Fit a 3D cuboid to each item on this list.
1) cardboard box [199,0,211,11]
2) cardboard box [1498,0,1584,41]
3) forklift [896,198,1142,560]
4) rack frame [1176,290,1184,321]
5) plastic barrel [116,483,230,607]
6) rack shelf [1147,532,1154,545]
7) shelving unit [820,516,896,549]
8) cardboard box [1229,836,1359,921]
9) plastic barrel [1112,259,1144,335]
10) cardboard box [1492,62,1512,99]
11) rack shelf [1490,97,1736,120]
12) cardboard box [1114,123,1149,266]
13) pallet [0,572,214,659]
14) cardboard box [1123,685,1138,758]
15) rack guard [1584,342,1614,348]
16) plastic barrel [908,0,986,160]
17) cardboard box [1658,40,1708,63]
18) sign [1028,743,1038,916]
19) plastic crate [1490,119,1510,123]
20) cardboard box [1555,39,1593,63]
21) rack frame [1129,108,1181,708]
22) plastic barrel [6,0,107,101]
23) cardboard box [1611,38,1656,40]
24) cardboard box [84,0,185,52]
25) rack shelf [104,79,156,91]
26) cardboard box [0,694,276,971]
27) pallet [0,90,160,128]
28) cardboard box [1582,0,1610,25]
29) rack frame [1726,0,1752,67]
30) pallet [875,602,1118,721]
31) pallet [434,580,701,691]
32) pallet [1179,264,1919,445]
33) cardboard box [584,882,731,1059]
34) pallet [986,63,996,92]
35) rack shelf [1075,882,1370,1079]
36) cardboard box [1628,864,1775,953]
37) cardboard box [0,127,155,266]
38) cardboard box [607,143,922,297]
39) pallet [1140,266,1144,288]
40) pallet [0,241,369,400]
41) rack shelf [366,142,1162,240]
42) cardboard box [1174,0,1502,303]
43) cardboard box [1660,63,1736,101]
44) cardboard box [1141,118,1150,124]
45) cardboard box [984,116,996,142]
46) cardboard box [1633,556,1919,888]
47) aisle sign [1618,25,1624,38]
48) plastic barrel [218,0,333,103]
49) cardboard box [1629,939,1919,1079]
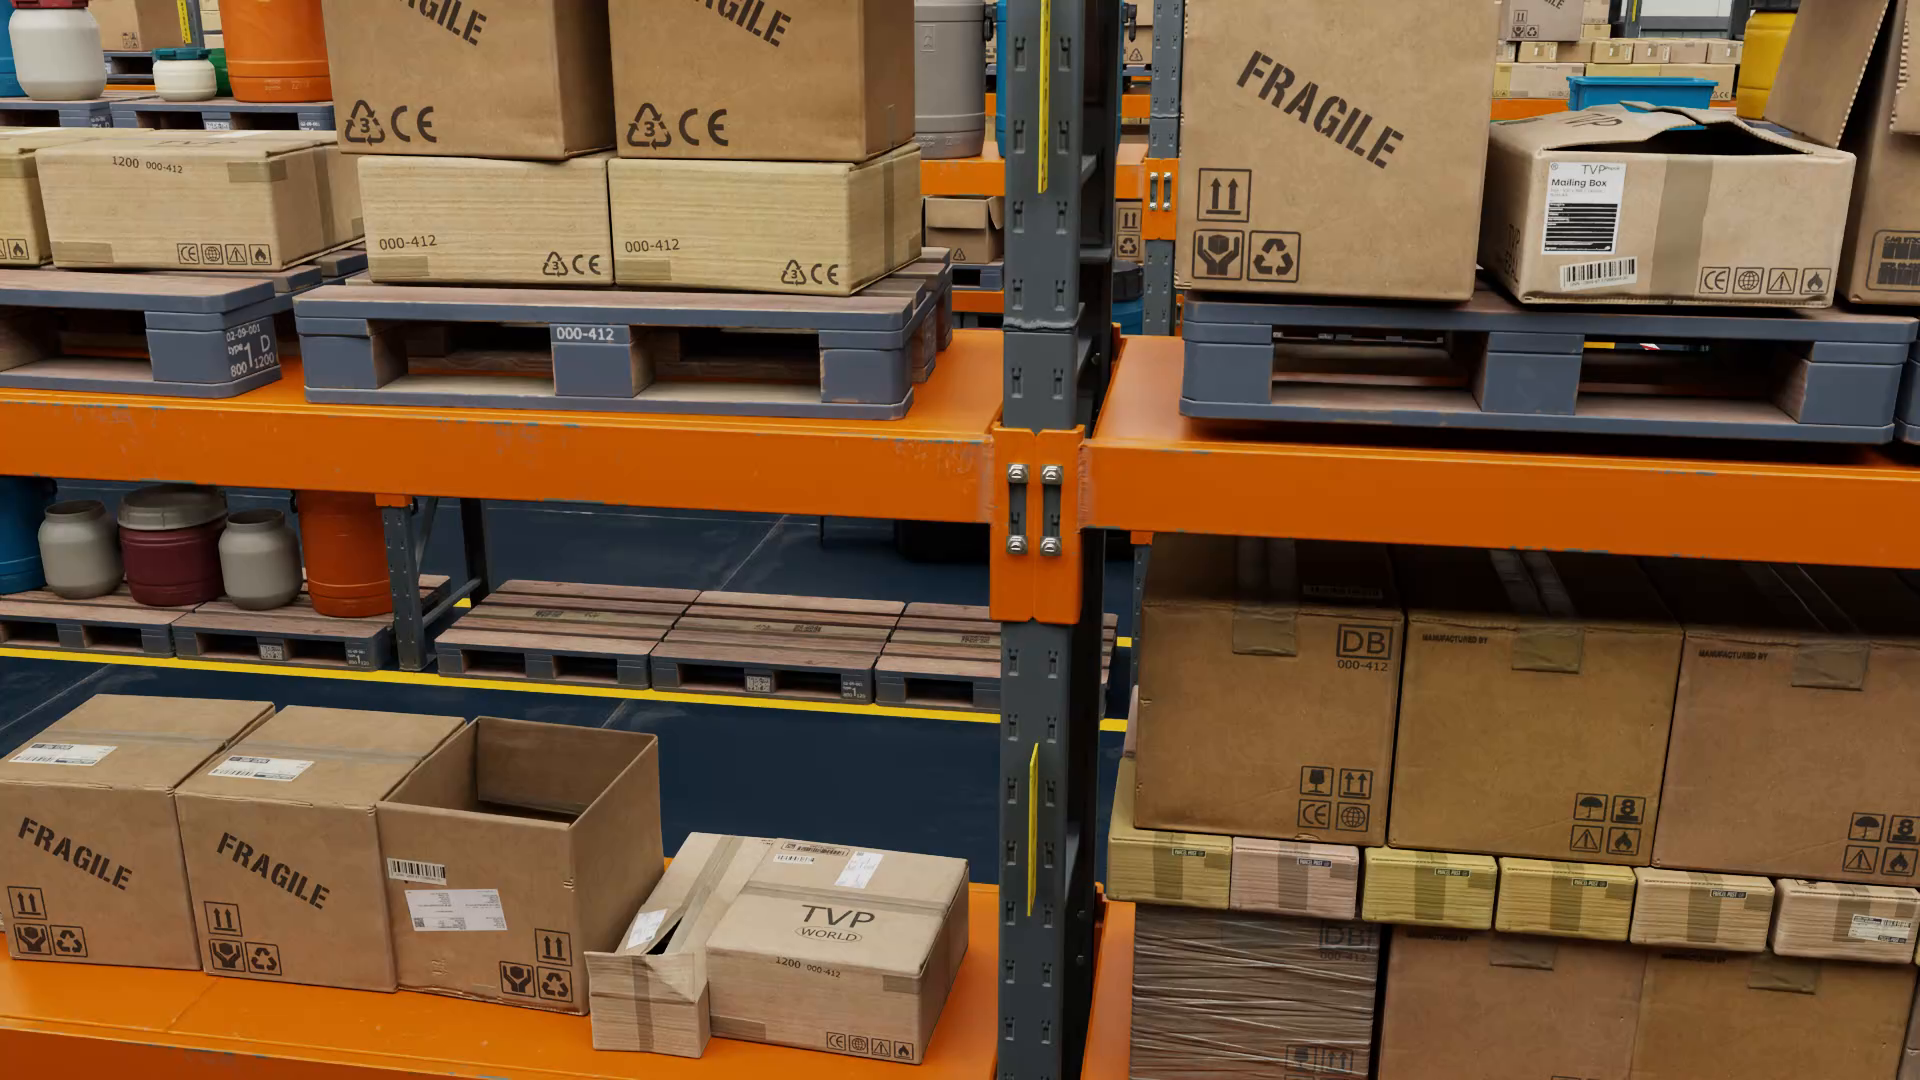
[{"bbox_3d":[-8.380,-5.991,18.575,0.250,0.149,0.380,3,19,9],"label":"cardboard box"},{"bbox_3d":[4.171,-3.849,11.938,0.500,0.500,0.500,3,19,9],"label":"cardboard box"},{"bbox_3d":[1.084,-1.425,10.942,3.031,2.935,1.130,-1,19,-3],"label":"forklift"},{"bbox_3d":[1.792,-2.204,13.162,0.127,3.000,1.000,3,19,9],"label":"rack frame"},{"bbox_3d":[-4.543,0.015,9.670,0.708,0.588,0.600,3,19,9],"label":"plastic barrel"},{"bbox_3d":[2.981,-0.210,8.338,4.000,0.370,1.077,3,19,9],"label":"rack shelf"},{"bbox_3d":[-0.685,-0.551,11.058,0.503,1.200,0.258,-1,19,-3],"label":"shelving unit"},{"bbox_3d":[0.700,0.631,3.509,0.250,0.149,0.380,3,19,9],"label":"cardboard box"},{"bbox_3d":[0.673,-1.004,8.787,0.708,0.901,0.600,3,19,9],"label":"plastic barrel"},{"bbox_3d":[3.730,-3.375,12.171,0.500,0.250,0.500,3,19,8],"label":"cardboard box"},{"bbox_3d":[3.767,-3.184,12.499,4.000,0.370,1.077,3,19,9],"label":"rack shelf"},{"bbox_3d":[1.030,-2.771,13.251,1.000,1.000,1.000,3,19,9],"label":"cardboard box"},{"bbox_3d":[-4.929,0.380,9.834,1.213,0.211,1.003,3,19,9],"label":"pallet"},{"bbox_3d":[0.520,0.491,3.928,0.250,0.149,0.380,3,19,9],"label":"cardboard box"},{"bbox_3d":[6.652,-2.365,17.582,0.348,0.500,1.175,3,19,9],"label":"rack guard"},{"bbox_3d":[-0.175,-2.303,7.941,0.600,0.901,0.600,0,18,0],"label":"plastic barrel"},{"bbox_3d":[5.180,-3.509,11.943,0.250,0.149,0.380,2,19,7],"label":"cardboard box"},{"bbox_3d":[0.141,0.559,3.206,0.005,0.325,0.100,3,19,9],"label":"sign"},{"bbox_3d":[2.521,-1.809,7.590,0.450,0.188,0.336,3,19,9],"label":"plastic crate"},{"bbox_3d":[4.416,-3.545,12.051,0.250,0.149,0.380,3,19,9],"label":"cardboard box"},{"bbox_3d":[1.007,-0.652,8.524,0.127,3.000,1.000,3,19,9],"label":"rack frame"},{"bbox_3d":[-4.717,-2.581,8.687,0.433,0.535,0.433,0,18,0],"label":"plastic barrel"},{"bbox_3d":[4.997,-3.647,12.355,0.250,0.149,0.380,3,19,8],"label":"cardboard box"},{"bbox_3d":[-6.889,-4.343,13.852,0.500,0.500,0.700,2,19,5],"label":"cardboard box"},{"bbox_3d":[-8.081,-3.788,14.304,4.000,0.370,1.077,3,19,9],"label":"rack shelf"},{"bbox_3d":[-2.073,0.730,4.236,0.500,0.500,0.500,2,19,6],"label":"cardboard box"},{"bbox_3d":[-4.982,-2.323,9.087,1.213,0.211,1.003,3,19,9],"label":"pallet"},{"bbox_3d":[6.101,-5.227,16.419,0.500,0.250,0.500,3,19,9],"label":"cardboard box"},{"bbox_3d":[5.742,-4.847,11.608,0.127,3.000,1.000,3,19,9],"label":"rack frame"},{"bbox_3d":[0.225,0.643,9.049,1.213,0.211,1.003,3,19,9],"label":"pallet"},{"bbox_3d":[-2.184,0.520,9.416,1.213,0.211,1.003,3,19,9],"label":"pallet"},{"bbox_3d":[1.064,-0.446,3.321,1.213,0.211,1.003,3,19,9],"label":"pallet"},{"bbox_3d":[-0.680,0.977,3.869,0.258,0.266,0.396,2,19,7],"label":"cardboard box"},{"bbox_3d":[0.175,-3.653,13.061,1.003,0.211,1.213,3,19,9],"label":"pallet"},{"bbox_3d":[2.192,1.341,3.700,4.000,0.370,1.077,3,19,9],"label":"rack shelf"},{"bbox_3d":[1.461,0.670,3.394,0.250,0.149,0.380,2,19,7],"label":"cardboard box"},{"bbox_3d":[-2.192,-0.794,3.796,0.500,0.250,0.500,3,19,8],"label":"cardboard box"},{"bbox_3d":[-0.389,-0.685,3.470,0.500,0.250,0.500,5,19,14],"label":"cardboard box"},{"bbox_3d":[1.061,-2.197,13.444,1.213,0.211,1.003,3,19,9],"label":"pallet"},{"bbox_3d":[-1.943,-0.573,3.859,1.213,0.211,1.003,4,19,11],"label":"pallet"},{"bbox_3d":[-0.968,-1.834,8.463,4.000,0.370,1.077,3,19,9],"label":"rack shelf"},{"bbox_3d":[0.673,-0.728,2.984,0.500,0.500,0.500,4,19,13],"label":"cardboard box"},{"bbox_3d":[5.225,-3.298,11.943,0.500,0.250,0.500,3,19,10],"label":"cardboard box"},{"bbox_3d":[2.188,-4.297,17.685,0.500,0.500,0.700,3,19,8],"label":"cardboard box"},{"bbox_3d":[0.178,-4.400,17.991,0.500,0.500,0.700,3,19,8],"label":"cardboard box"},{"bbox_3d":[1.650,0.308,3.454,0.500,0.500,0.700,3,19,9],"label":"cardboard box"},{"bbox_3d":[6.746,-4.874,17.047,0.004,0.787,0.394,3,19,9],"label":"aisle sign"},{"bbox_3d":[-3.503,-2.708,8.603,0.708,0.830,0.600,3,19,9],"label":"plastic barrel"},{"bbox_3d":[1.673,0.924,3.658,0.500,0.500,0.700,3,19,9],"label":"cardboard box"}]
